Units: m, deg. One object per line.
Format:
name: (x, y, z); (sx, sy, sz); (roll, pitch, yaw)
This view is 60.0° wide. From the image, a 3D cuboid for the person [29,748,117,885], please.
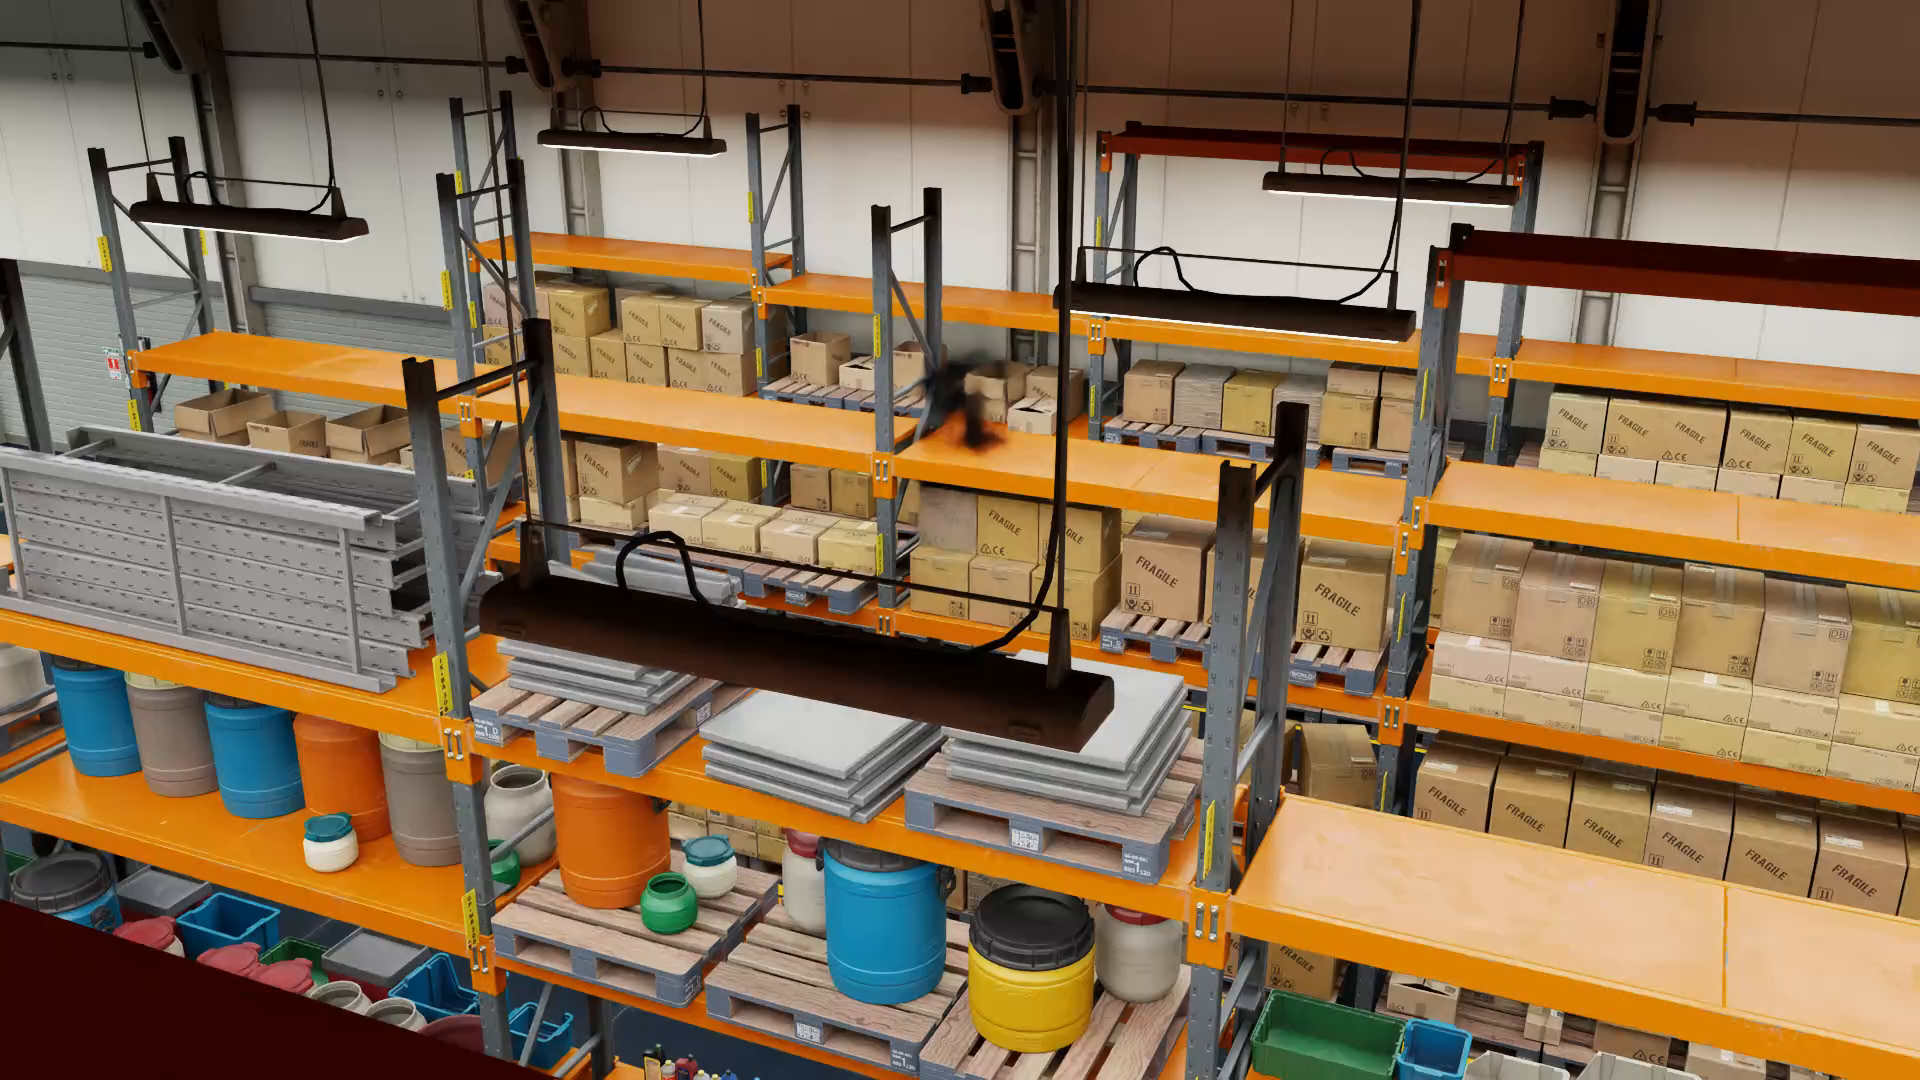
person: (-7.592, 2.356, 14.069); (0.742, 1.718, 0.702); (5, 21, 14)
